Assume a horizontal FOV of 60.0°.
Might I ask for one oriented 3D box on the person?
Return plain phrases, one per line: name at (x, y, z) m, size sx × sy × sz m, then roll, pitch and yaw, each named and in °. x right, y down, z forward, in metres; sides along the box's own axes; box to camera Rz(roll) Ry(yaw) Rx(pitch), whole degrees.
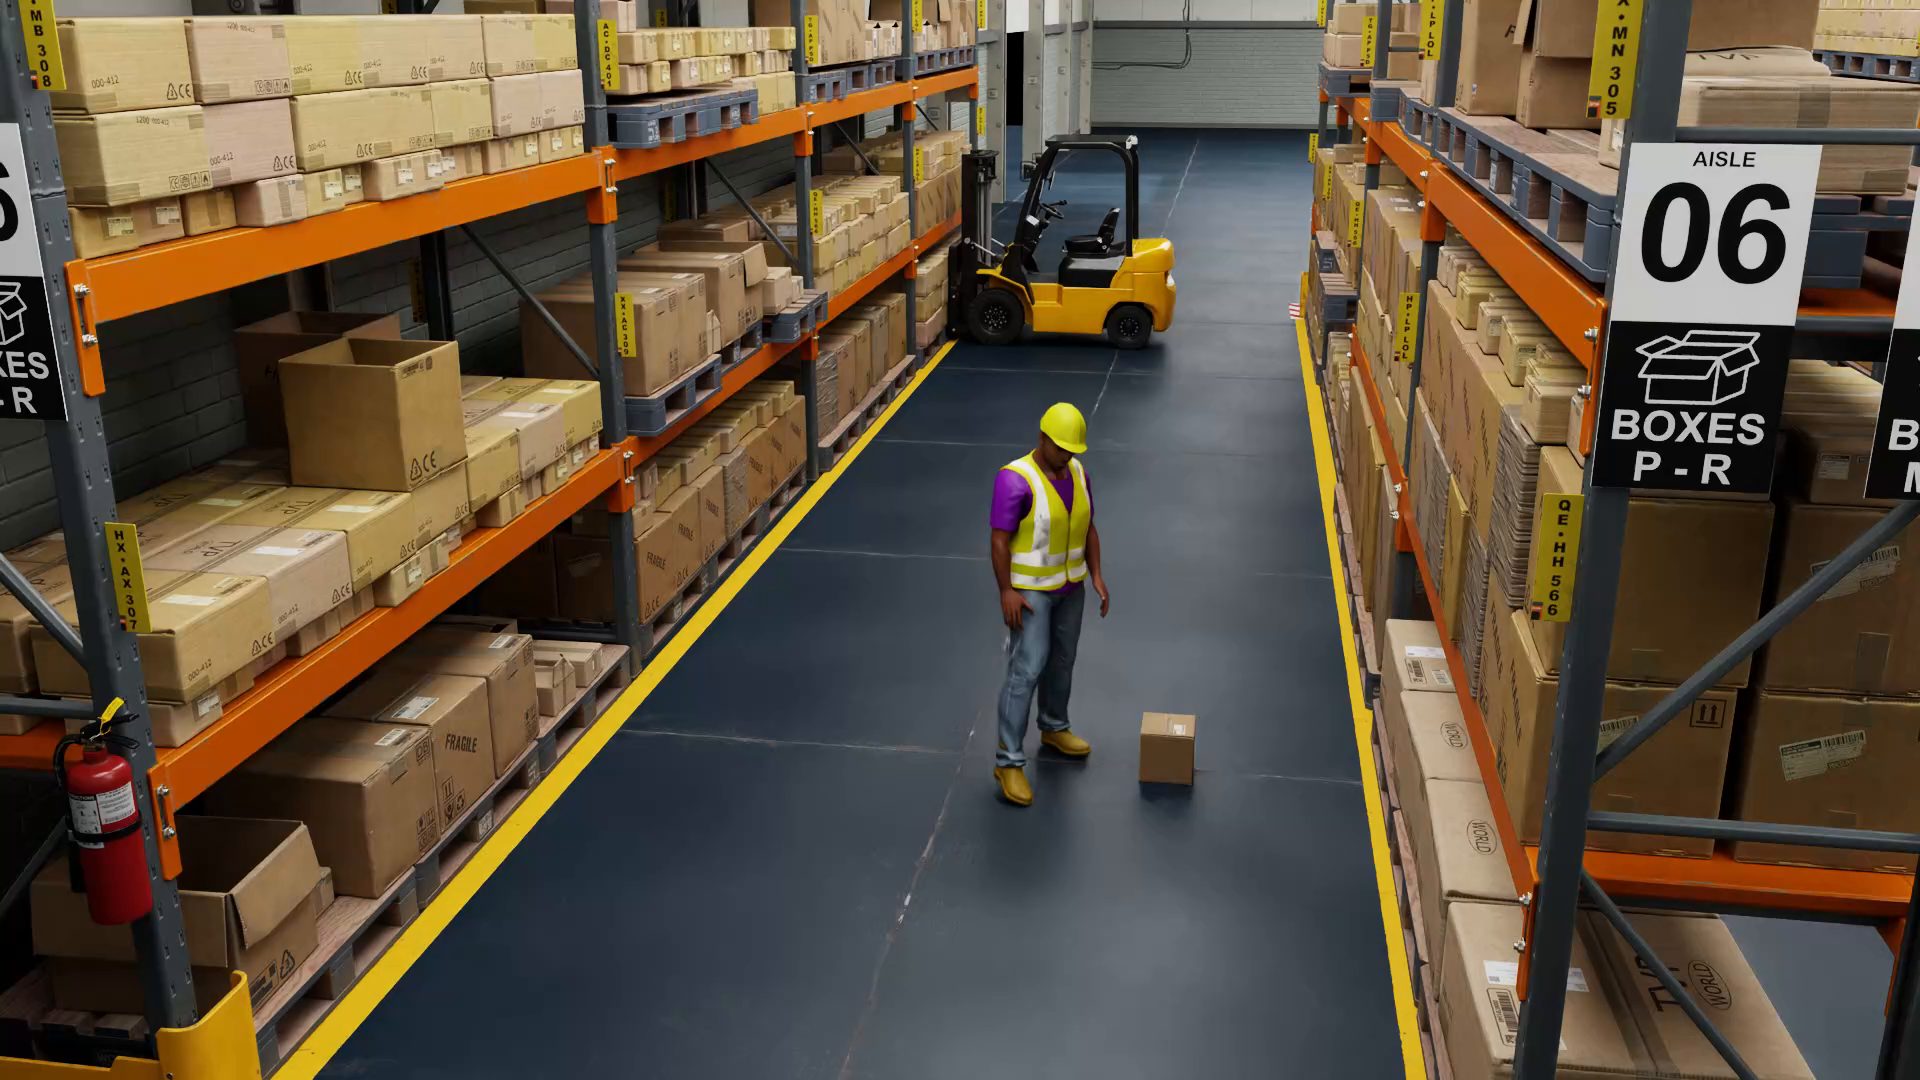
person at (0.390, 0.251, 7.695) m, size 0.763 × 1.762 × 0.501 m, roll -16°, pitch 24°, yaw -40°
